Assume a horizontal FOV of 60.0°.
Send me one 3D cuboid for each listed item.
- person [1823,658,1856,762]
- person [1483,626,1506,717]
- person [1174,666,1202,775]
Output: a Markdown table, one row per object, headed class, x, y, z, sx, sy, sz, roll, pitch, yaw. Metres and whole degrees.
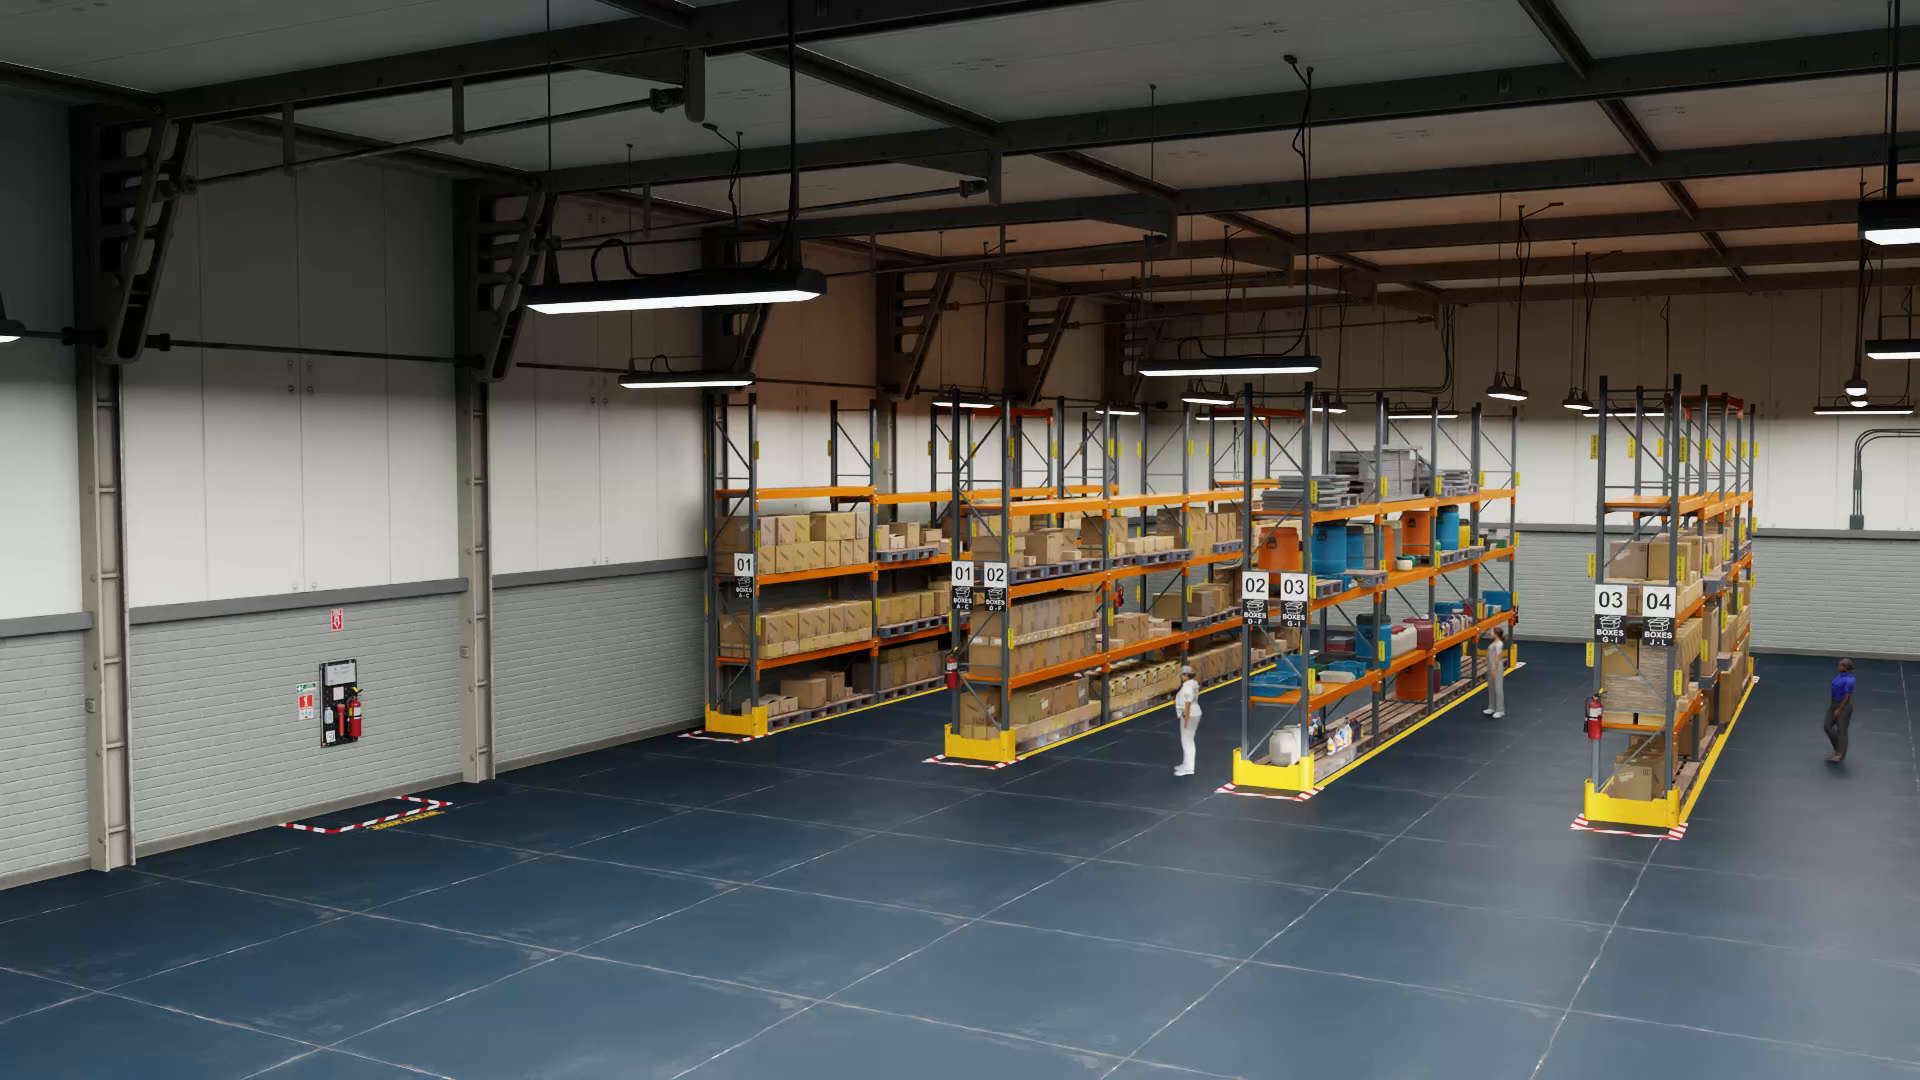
| class | x | y | z | sx | sy | sz | roll | pitch | yaw |
| --- | --- | --- | --- | --- | --- | --- | --- | --- | --- |
| person | 14.170 | 2.744 | 26.833 | 0.432 | 1.694 | 0.538 | 0 | 3 | -6 |
| person | 10.098 | 2.481 | 31.376 | 0.361 | 1.703 | 0.436 | -1 | 3 | -11 |
| person | 3.522 | 2.778 | 25.773 | 0.435 | 1.661 | 0.562 | 1 | 3 | 15 |
